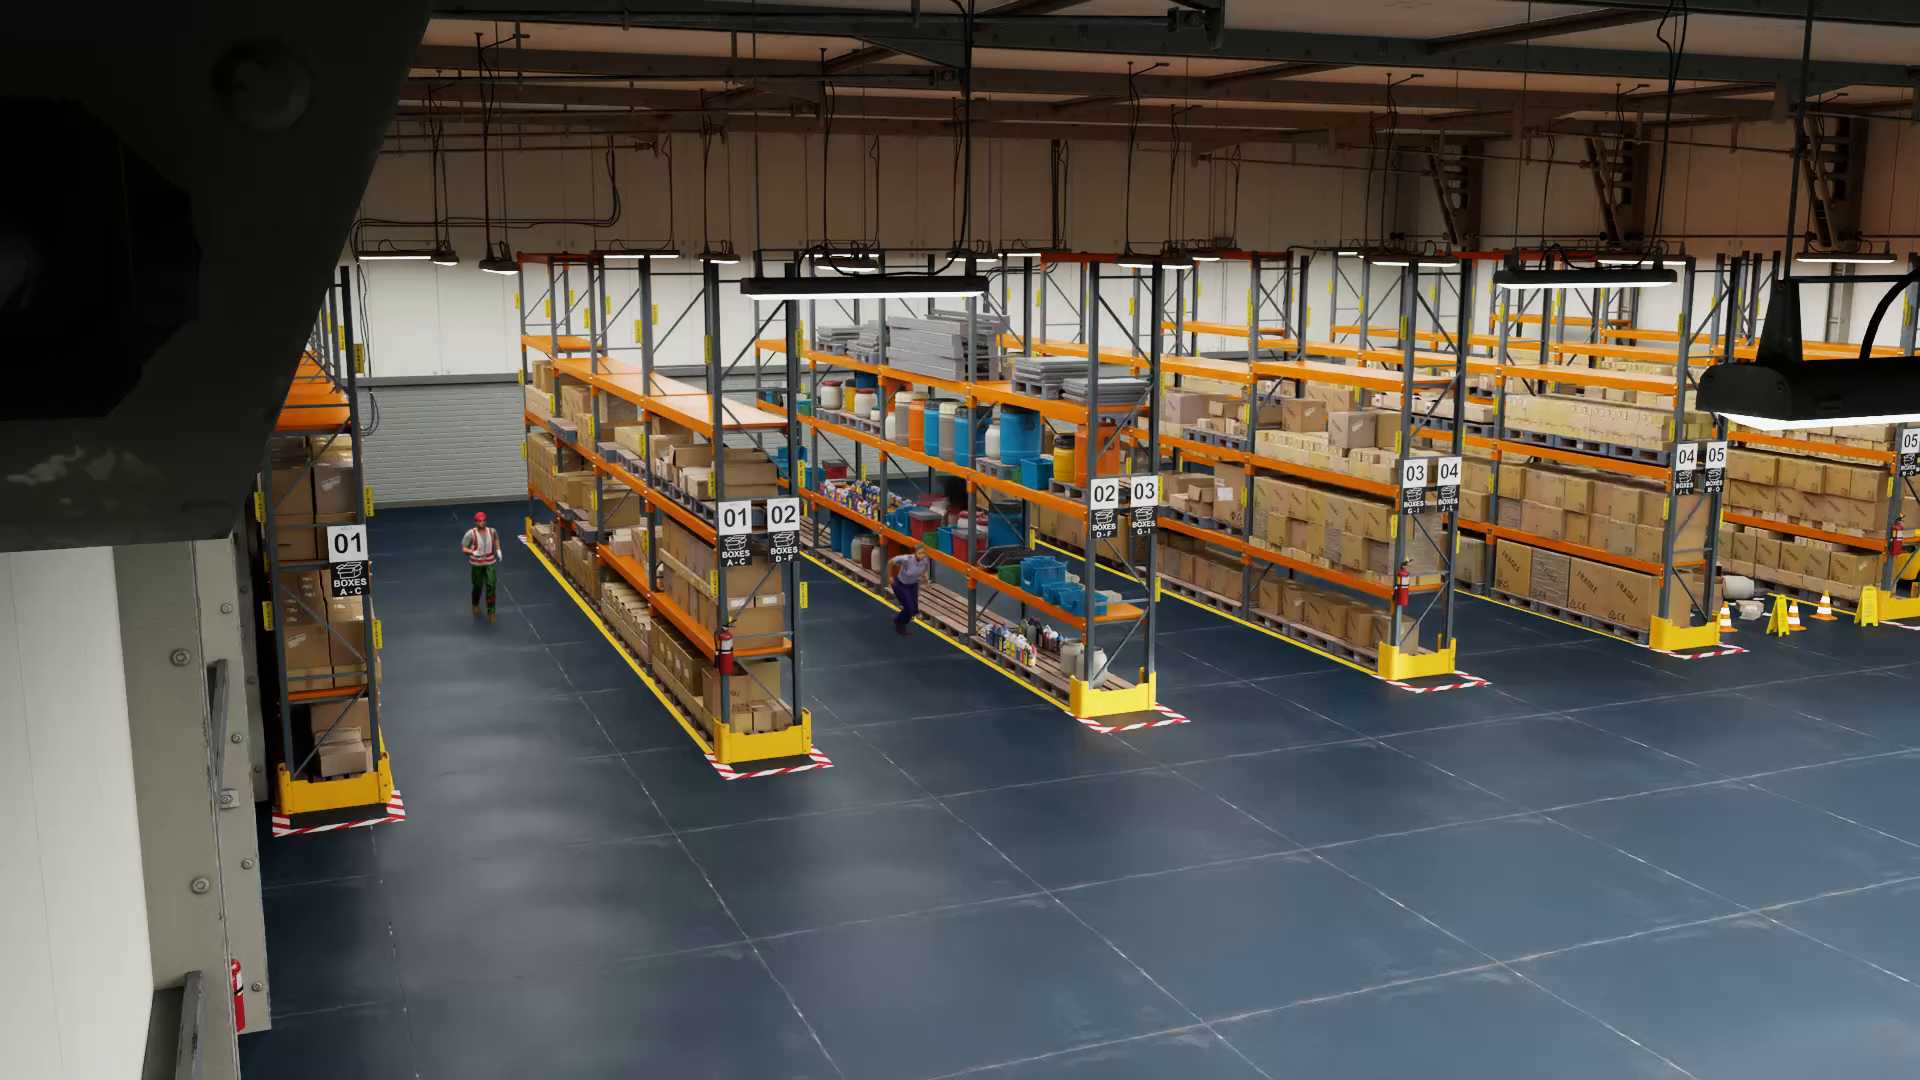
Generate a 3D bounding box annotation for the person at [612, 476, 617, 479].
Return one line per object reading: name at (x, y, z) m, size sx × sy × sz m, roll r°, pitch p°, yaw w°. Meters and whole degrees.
person at (-7.559, -1.002, 36.087) m, size 0.520 × 1.636 × 0.591 m, roll 2°, pitch 11°, yaw 12°

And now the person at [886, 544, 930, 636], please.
person at (-0.793, 0.772, 25.192) m, size 0.632 × 1.481 × 0.794 m, roll -9°, pitch 14°, yaw -40°

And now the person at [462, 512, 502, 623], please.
person at (-7.960, 0.432, 27.721) m, size 0.680 × 1.839 × 0.842 m, roll -6°, pitch 12°, yaw -30°
